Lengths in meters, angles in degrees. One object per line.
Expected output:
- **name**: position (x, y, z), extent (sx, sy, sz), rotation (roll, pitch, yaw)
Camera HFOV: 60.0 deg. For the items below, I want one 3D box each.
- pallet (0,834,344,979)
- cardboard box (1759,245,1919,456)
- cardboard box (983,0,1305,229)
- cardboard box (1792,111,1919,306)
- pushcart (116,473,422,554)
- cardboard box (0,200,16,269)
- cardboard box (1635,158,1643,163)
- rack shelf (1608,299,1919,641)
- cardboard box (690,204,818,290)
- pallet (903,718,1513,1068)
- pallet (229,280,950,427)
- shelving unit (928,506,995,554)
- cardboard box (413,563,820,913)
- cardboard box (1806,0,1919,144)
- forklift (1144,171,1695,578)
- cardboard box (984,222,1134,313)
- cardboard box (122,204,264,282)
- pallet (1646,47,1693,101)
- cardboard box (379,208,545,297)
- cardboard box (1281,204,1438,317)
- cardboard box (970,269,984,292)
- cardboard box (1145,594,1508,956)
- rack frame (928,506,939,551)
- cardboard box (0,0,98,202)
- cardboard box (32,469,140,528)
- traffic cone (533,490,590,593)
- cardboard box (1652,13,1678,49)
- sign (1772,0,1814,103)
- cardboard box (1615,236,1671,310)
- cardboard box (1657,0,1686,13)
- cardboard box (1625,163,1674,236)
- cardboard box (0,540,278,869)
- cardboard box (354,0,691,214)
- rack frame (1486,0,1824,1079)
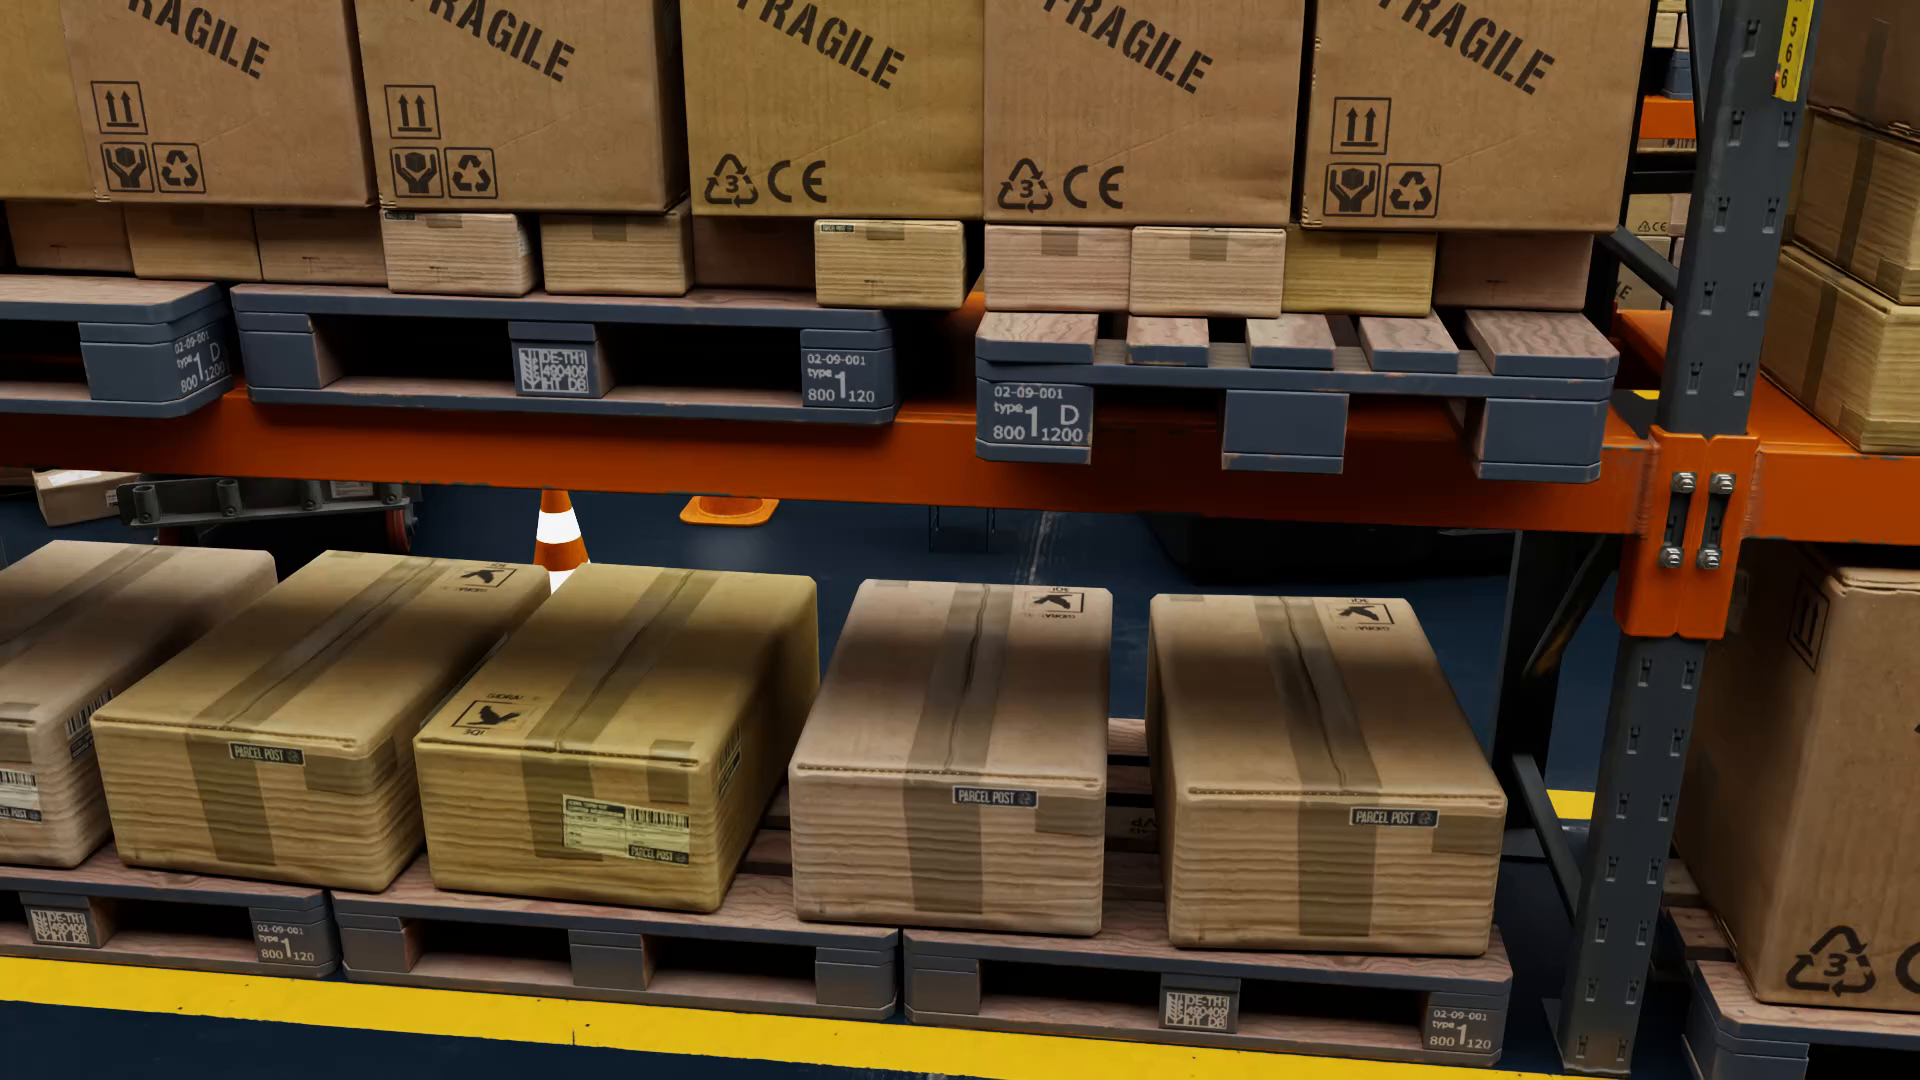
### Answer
- **pallet**: position (-1.888, 0.635, 4.047), extent (1.213, 0.211, 1.003), rotation (2, 22, 6)
- **cardboard box**: position (1.767, -0.339, 2.922), extent (0.500, 0.250, 0.500), rotation (2, 22, 5)
- **cardboard box**: position (0.312, -0.839, 2.869), extent (0.500, 0.500, 0.500), rotation (2, 22, 5)
- **cardboard box**: position (1.785, -0.573, 2.832), extent (0.500, 0.250, 0.500), rotation (2, 22, 6)
- **pushcart**: position (-2.442, -0.310, 6.211), extent (0.936, 0.377, 1.648), rotation (-5, 22, -12)
- **cardboard box**: position (-1.903, -0.620, 3.199), extent (0.250, 0.149, 0.380), rotation (3, 22, 7)
- **cardboard box**: position (3.006, -1.763, 8.129), extent (0.500, 0.250, 0.500), rotation (3, 22, 7)
- **rack shelf**: position (3.297, -0.101, 3.094), extent (4.000, 0.370, 1.077), rotation (2, 22, 6)
- **cardboard box**: position (-0.331, -0.586, 3.112), extent (0.250, 0.149, 0.380), rotation (3, 22, 7)
- **pallet**: position (0.535, 0.740, 3.780), extent (1.213, 0.211, 1.003), rotation (2, 22, 6)
- **pallet**: position (-0.660, -0.503, 3.394), extent (1.213, 0.211, 1.003), rotation (2, 22, 6)
- **shelving unit**: position (0.008, -0.418, 5.773), extent (0.210, 0.900, 0.258), rotation (2, 22, 6)
- **cardboard box**: position (-0.735, 0.413, 3.819), extent (0.625, 0.372, 0.950), rotation (3, 22, 8)
- **cardboard box**: position (1.772, -0.923, 2.698), extent (0.500, 0.500, 0.500), rotation (2, 22, 5)
- **forklift**: position (2.164, -1.461, 5.650), extent (3.031, 2.935, 1.130), rotation (-3, 22, -7)
- **cardboard box**: position (0.179, -0.522, 2.951), extent (0.250, 0.149, 0.380), rotation (1, 22, 4)
- **cardboard box**: position (-1.362, -0.609, 3.172), extent (0.250, 0.149, 0.380), rotation (3, 22, 7)
- **pallet**: position (3.764, -2.174, 7.619), extent (1.213, 0.211, 1.003), rotation (2, 22, 6)
- **cardboard box**: position (-0.858, -0.568, 3.066), extent (0.250, 0.149, 0.380), rotation (3, 22, 8)
- **cardboard box**: position (0.683, -0.514, 2.930), extent (0.250, 0.149, 0.380), rotation (3, 22, 7)
- **cardboard box**: position (0.331, -1.578, 8.341), extent (0.750, 0.750, 1.050), rotation (3, 22, 7)
- **cardboard box**: position (0.751, 0.477, 3.657), extent (0.625, 0.372, 0.950), rotation (1, 22, 3)
- **rack frame**: position (-0.093, -0.423, 5.785), extent (0.006, 0.900, 0.240), rotation (2, 22, 6)
- **cardboard box**: position (-1.732, -0.929, 3.097), extent (0.500, 0.500, 0.500), rotation (3, 22, 6)
- **cardboard box**: position (-3.218, -0.242, 6.192), extent (0.396, 0.266, 0.258), rotation (-14, 25, -31)
- **traffic cone**: position (-1.265, 0.027, 5.241), extent (0.334, 0.463, 0.336), rotation (2, 22, 6)
- **cardboard box**: position (3.016, -2.285, 7.409), extent (0.250, 0.149, 0.380), rotation (3, 22, 9)
- **sign**: position (1.257, -0.825, 2.480), extent (0.005, 0.325, 0.100), rotation (2, 22, 6)
- **cardboard box**: position (2.965, -1.222, 7.780), extent (0.500, 0.500, 0.500), rotation (3, 22, 7)
- **cardboard box**: position (3.035, -2.424, 7.357), extent (0.250, 0.149, 0.380), rotation (3, 22, 7)
- **cardboard box**: position (2.953, -1.575, 7.653), extent (0.500, 0.250, 0.500), rotation (2, 22, 6)
- **cardboard box**: position (-2.140, 0.354, 3.969), extent (0.625, 0.372, 0.950), rotation (3, 22, 7)
- **cardboard box**: position (-0.731, -0.884, 2.984), extent (0.500, 0.500, 0.500), rotation (2, 22, 4)
- **rack frame**: position (1.311, -0.522, 3.180), extent (0.127, 3.000, 1.000), rotation (2, 22, 6)
